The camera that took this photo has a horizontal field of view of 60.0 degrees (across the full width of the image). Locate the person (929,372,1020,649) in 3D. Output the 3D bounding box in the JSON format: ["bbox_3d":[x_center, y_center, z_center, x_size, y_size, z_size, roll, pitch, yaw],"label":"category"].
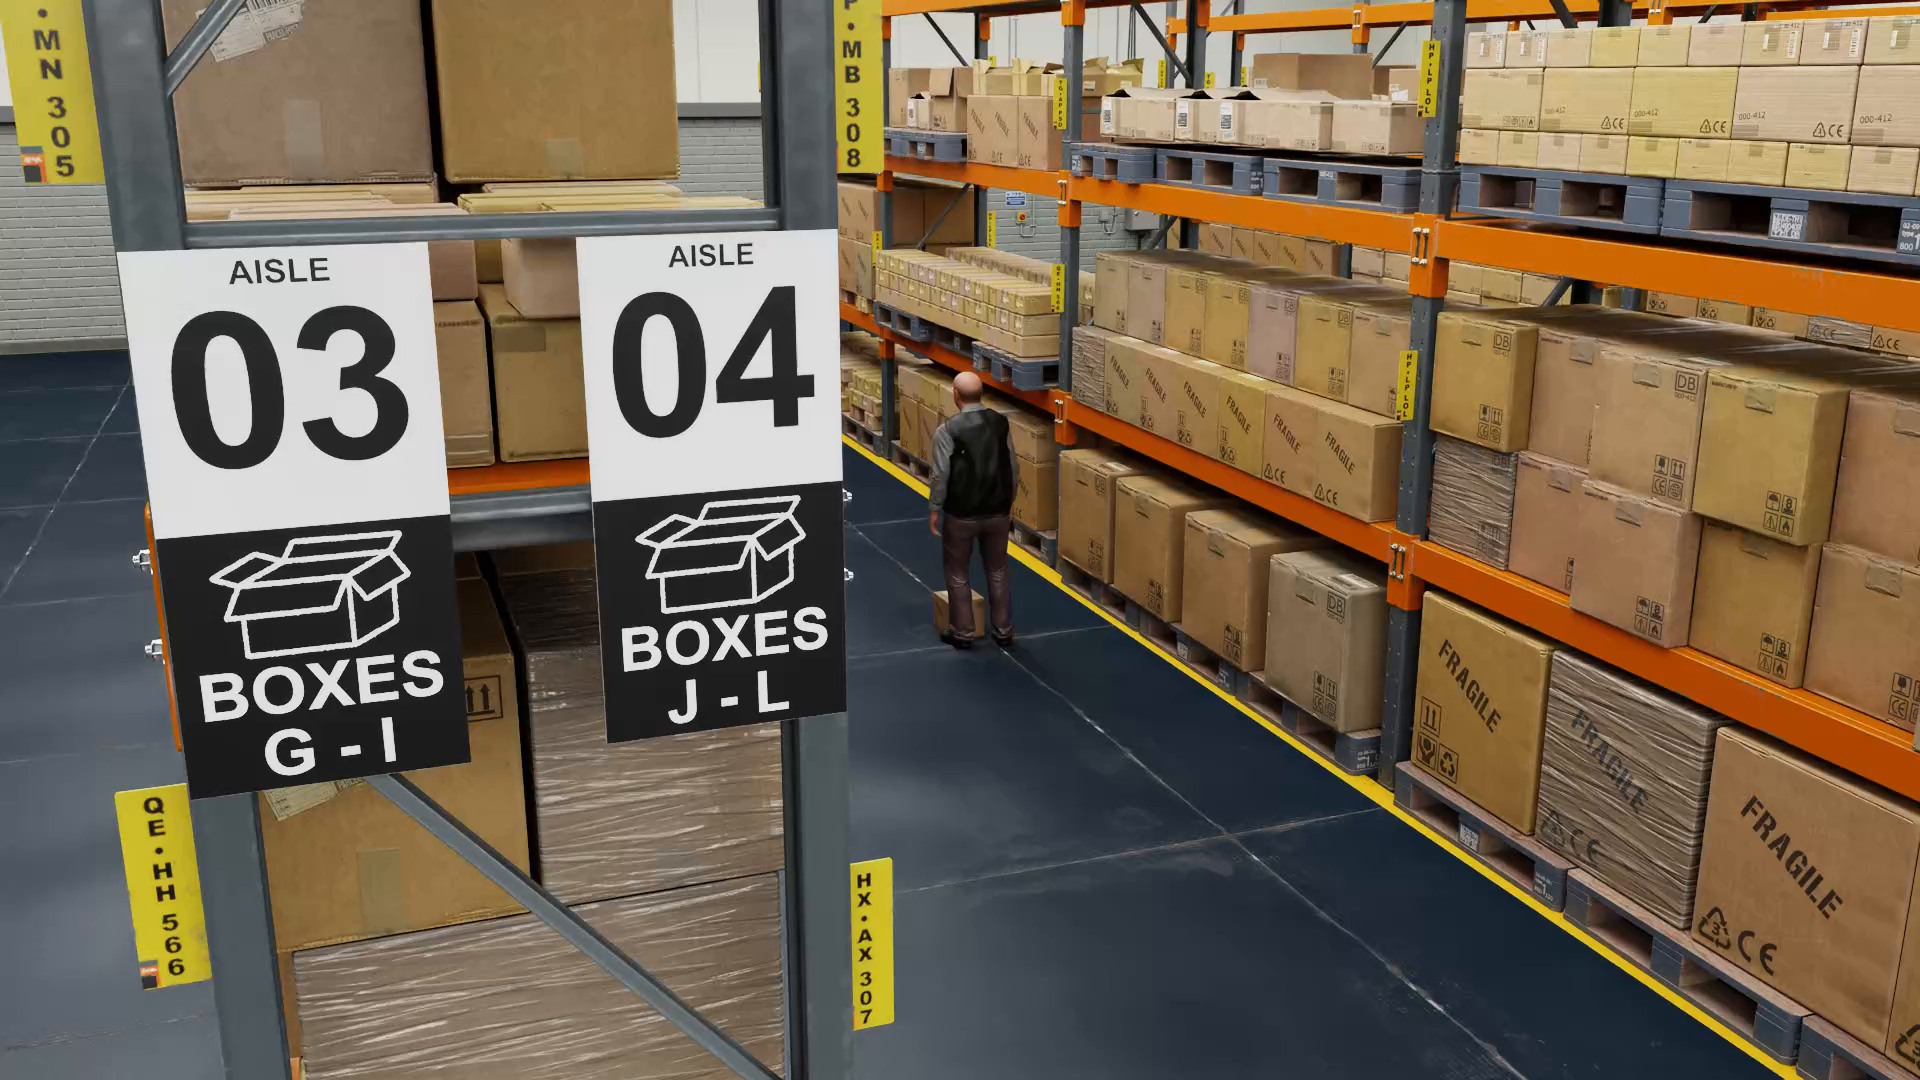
[{"bbox_3d":[0.084,-0.174,10.196,0.594,1.722,0.469,-7,17,-23],"label":"person"}]
